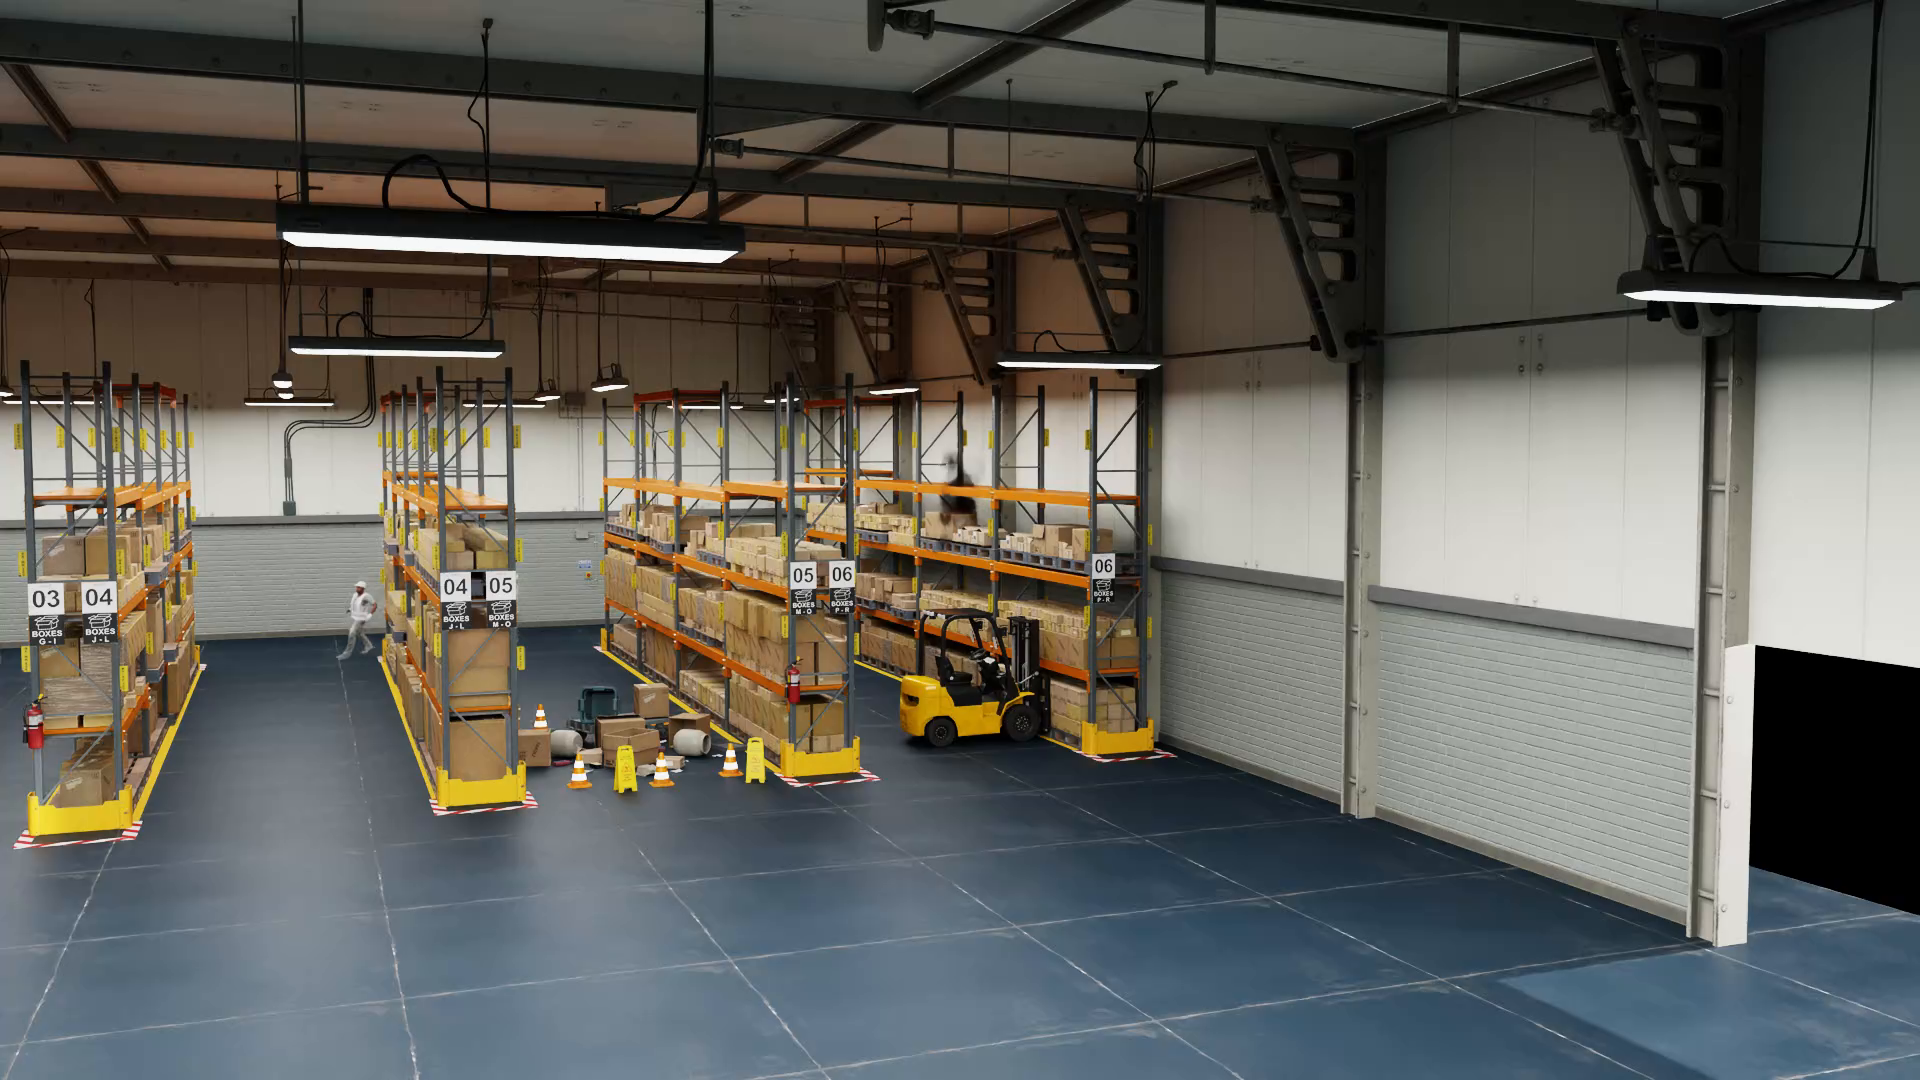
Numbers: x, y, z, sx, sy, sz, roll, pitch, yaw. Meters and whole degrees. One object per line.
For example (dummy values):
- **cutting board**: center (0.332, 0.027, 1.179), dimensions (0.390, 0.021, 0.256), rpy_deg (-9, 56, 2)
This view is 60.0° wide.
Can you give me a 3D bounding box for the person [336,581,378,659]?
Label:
- **person**: center (-13.766, 1.820, 38.033), dimensions (0.740, 1.768, 0.950), rpy_deg (3, 5, 42)
